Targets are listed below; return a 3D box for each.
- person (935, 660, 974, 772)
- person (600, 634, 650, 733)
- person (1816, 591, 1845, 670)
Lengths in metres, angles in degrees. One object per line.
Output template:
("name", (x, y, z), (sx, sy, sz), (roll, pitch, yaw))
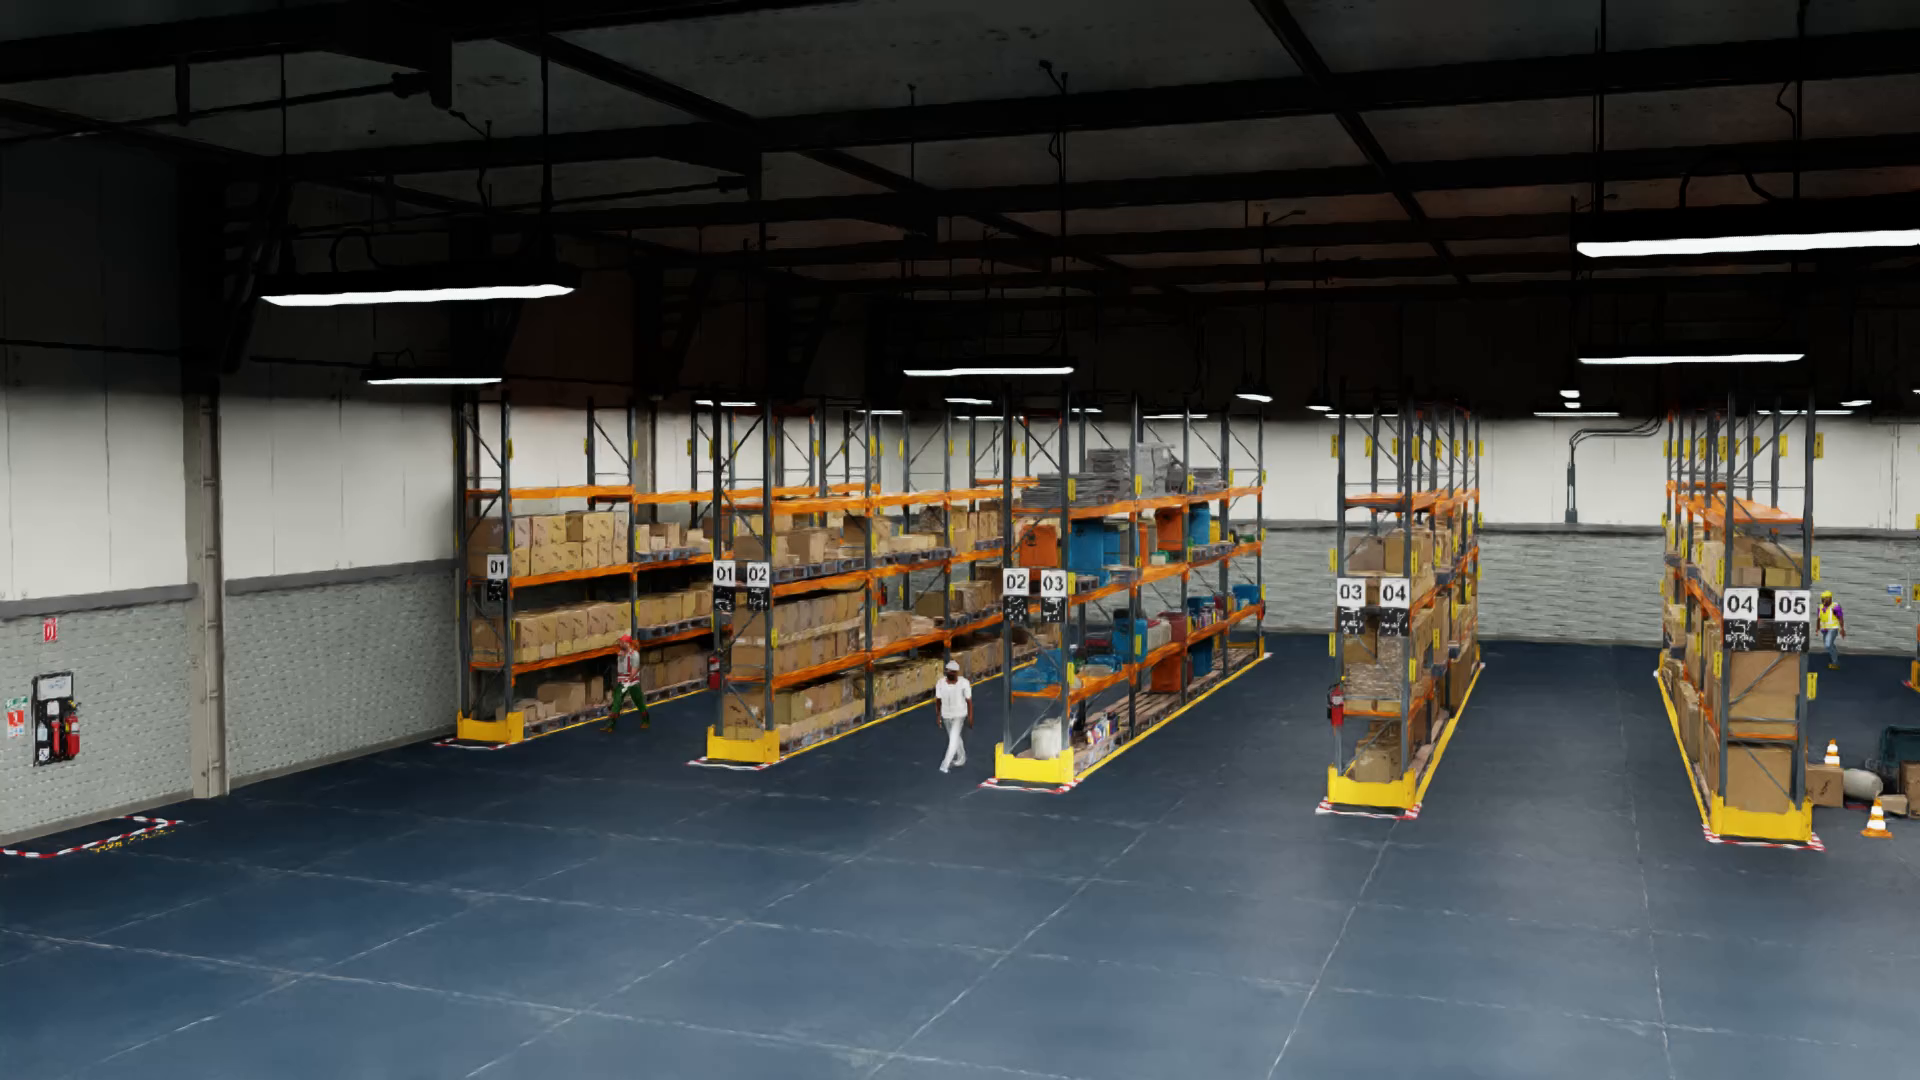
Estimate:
("person", (-0.126, 2.705, 25.793), (0.578, 1.690, 1.059), (2, 4, 27))
("person", (-5.871, 2.513, 29.286), (0.531, 1.728, 1.036), (2, 4, 29))
("person", (19.767, 2.031, 37.755), (0.495, 1.750, 0.660), (-1, 3, -16))
